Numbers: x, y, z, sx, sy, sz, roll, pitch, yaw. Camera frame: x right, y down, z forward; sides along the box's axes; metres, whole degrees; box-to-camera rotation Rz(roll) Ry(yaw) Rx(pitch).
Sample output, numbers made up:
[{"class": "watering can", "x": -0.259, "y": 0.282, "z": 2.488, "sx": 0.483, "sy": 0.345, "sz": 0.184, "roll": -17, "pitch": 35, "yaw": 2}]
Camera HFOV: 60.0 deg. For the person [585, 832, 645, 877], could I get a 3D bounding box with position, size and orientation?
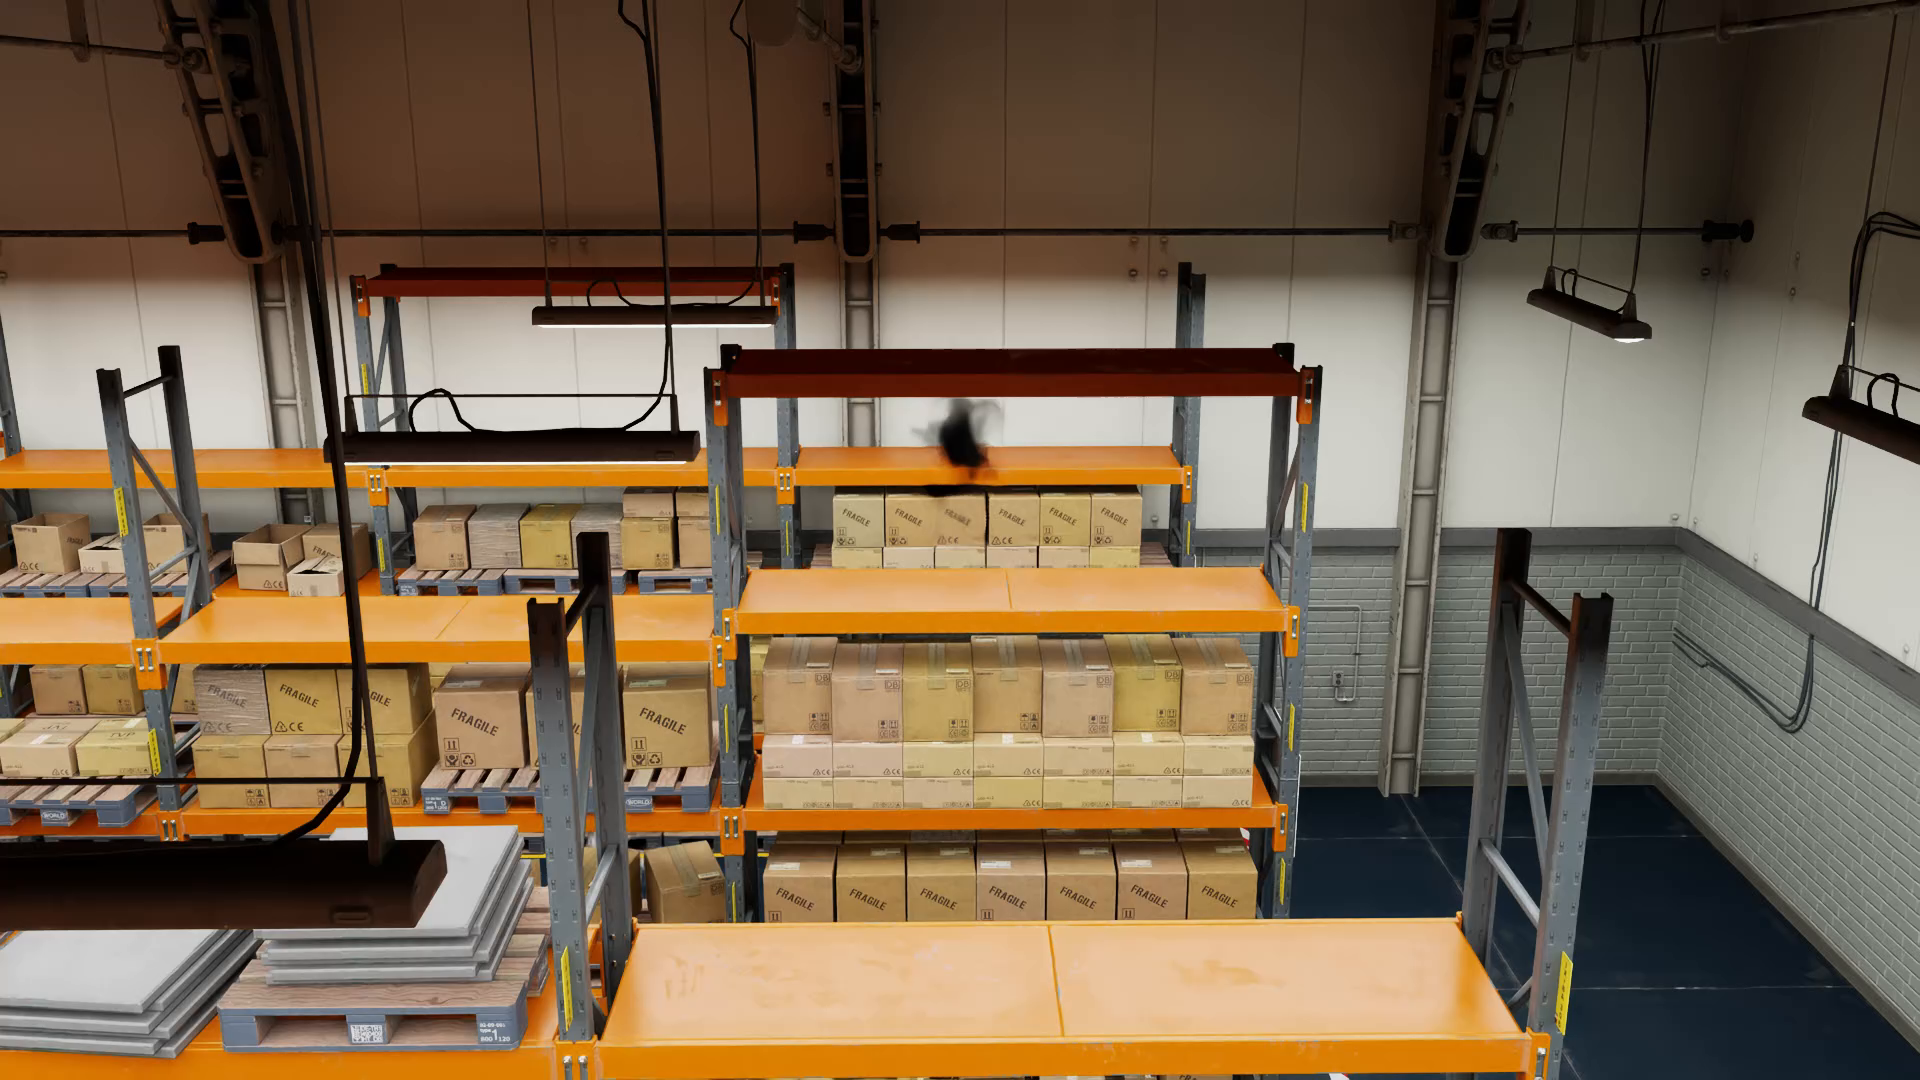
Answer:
[{"class": "person", "x": -3.253, "y": 2.643, "z": 15.501, "sx": 0.633, "sy": 1.733, "sz": 0.707, "roll": -3, "pitch": 16, "yaw": -10}]
